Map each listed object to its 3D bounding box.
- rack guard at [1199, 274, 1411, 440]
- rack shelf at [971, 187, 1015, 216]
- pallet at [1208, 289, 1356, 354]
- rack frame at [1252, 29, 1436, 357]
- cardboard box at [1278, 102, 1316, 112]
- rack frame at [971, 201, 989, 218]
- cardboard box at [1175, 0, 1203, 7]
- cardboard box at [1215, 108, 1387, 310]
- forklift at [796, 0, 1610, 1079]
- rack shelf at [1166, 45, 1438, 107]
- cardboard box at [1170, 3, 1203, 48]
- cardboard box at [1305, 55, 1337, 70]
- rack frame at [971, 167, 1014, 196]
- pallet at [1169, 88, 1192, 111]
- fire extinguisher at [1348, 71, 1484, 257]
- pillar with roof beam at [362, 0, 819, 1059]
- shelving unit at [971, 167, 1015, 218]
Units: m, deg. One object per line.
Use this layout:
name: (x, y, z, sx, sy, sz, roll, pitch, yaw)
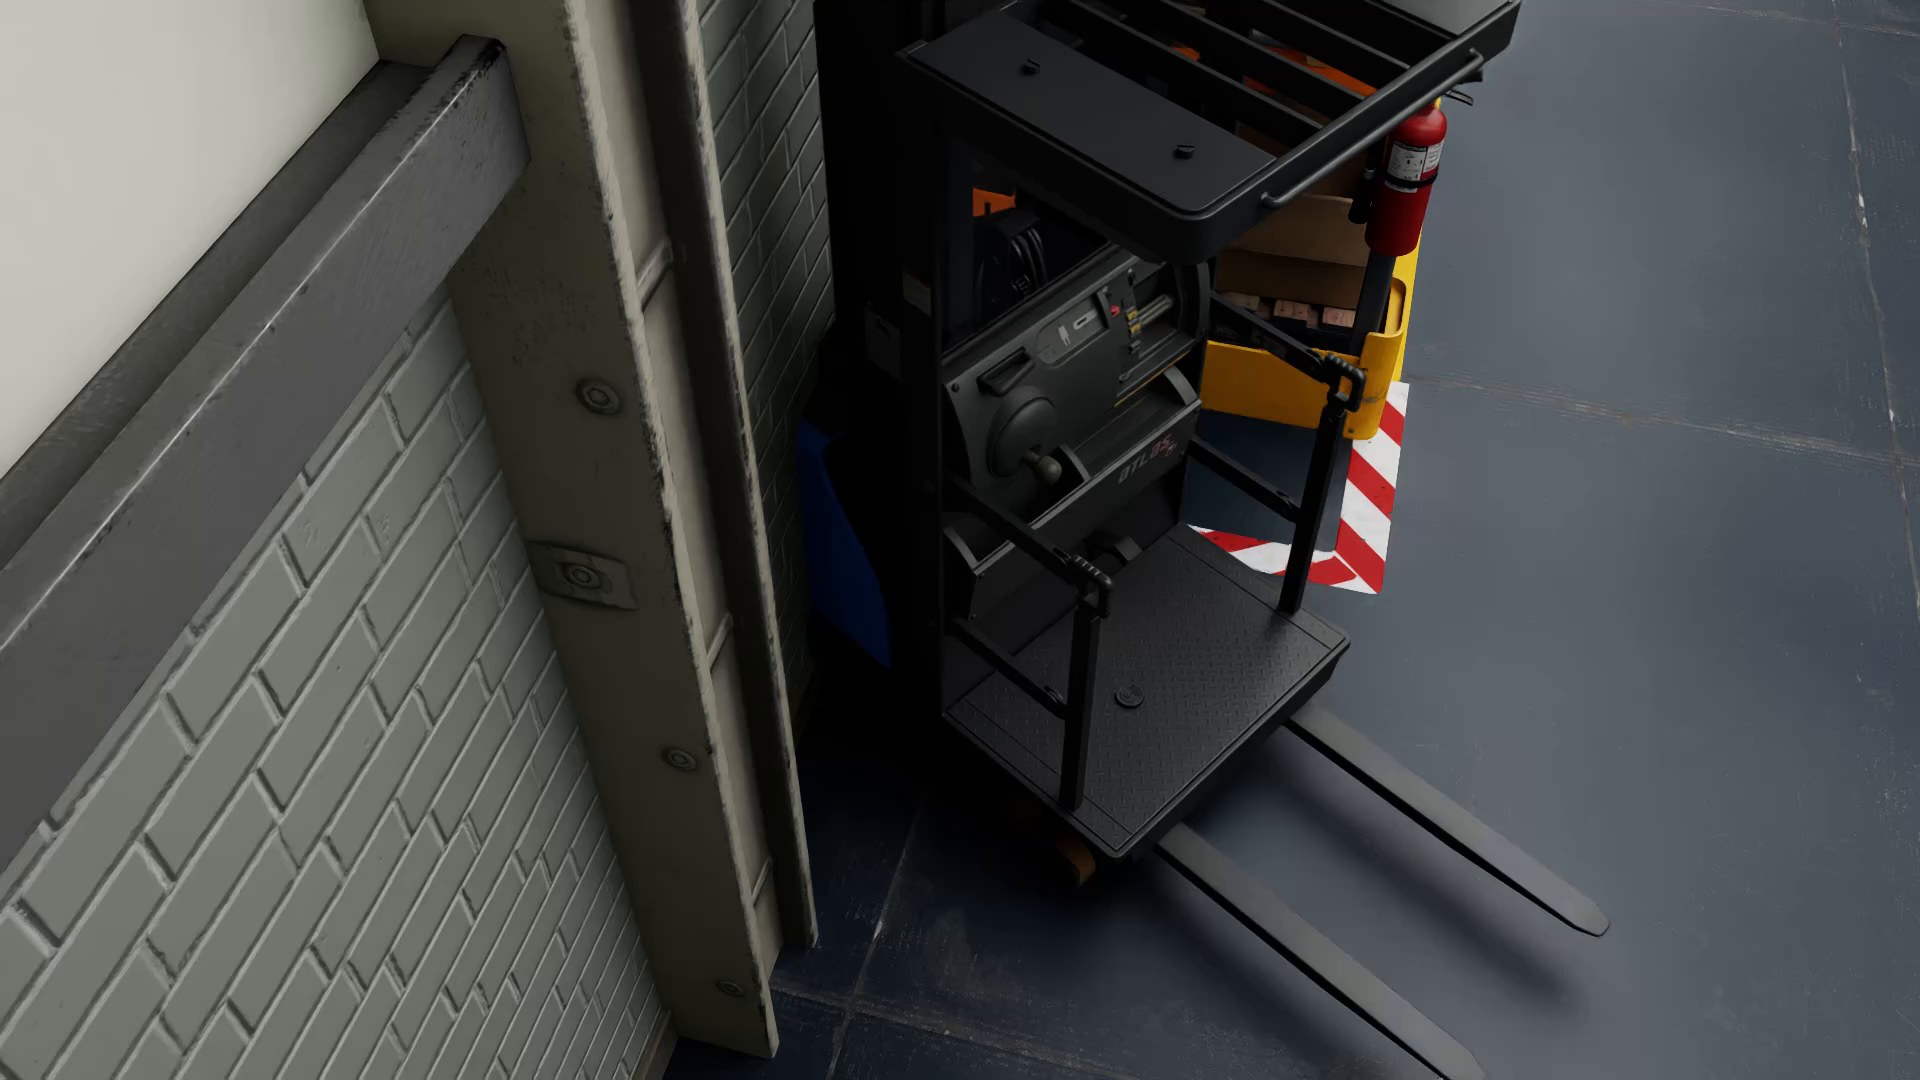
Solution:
rack guard: (0.996, -0.758, 6.086, 1.175, 0.500, 0.348, 12, 50, 10)
rack shelf: (0.042, -1.020, 5.585, 0.215, 0.259, 0.240, 16, 50, 14)
pallet: (1.205, -1.239, 6.703, 1.003, 0.211, 1.213, 12, 50, 10)
rack frame: (0.976, -1.530, 5.100, 1.000, 3.000, 0.127, 12, 50, 10)
cardboard box: (1.491, -1.877, 6.793, 0.700, 0.500, 0.500, 13, 50, 12)
rack frame: (-0.001, -0.753, 5.715, 0.200, 1.050, 0.008, 16, 50, 14)
cardboard box: (0.841, -1.964, 5.385, 0.500, 0.250, 0.500, 13, 50, 11)
cardboard box: (1.228, -1.267, 6.252, 0.797, 0.503, 0.637, 10, 49, 9)
forklift: (0.469, -0.403, 4.151, 1.130, 2.935, 3.031, -37, 58, -28)
rack shelf: (1.502, -2.739, 6.647, 1.077, 0.370, 4.000, 12, 50, 10)
cardboard box: (0.804, -1.740, 5.453, 0.380, 0.149, 0.250, 11, 50, 10)
cardboard box: (1.327, -1.631, 5.356, 0.380, 0.149, 0.250, 11, 50, 10)
rack frame: (0.085, -0.924, 5.866, 0.200, 1.050, 0.008, 16, 50, 14)
pallet: (1.528, -2.119, 7.480, 1.003, 0.211, 1.213, 12, 50, 10)
fire extinguisher: (1.383, -1.184, 5.094, 0.296, 0.674, 0.183, 12, 50, 10)
pillar with roof beam: (3.550, -0.894, 0.537, 9.100, 9.000, 0.400, 12, 50, 10)
shelving unit: (0.042, -0.839, 5.790, 0.215, 1.050, 0.252, 16, 50, 14)
